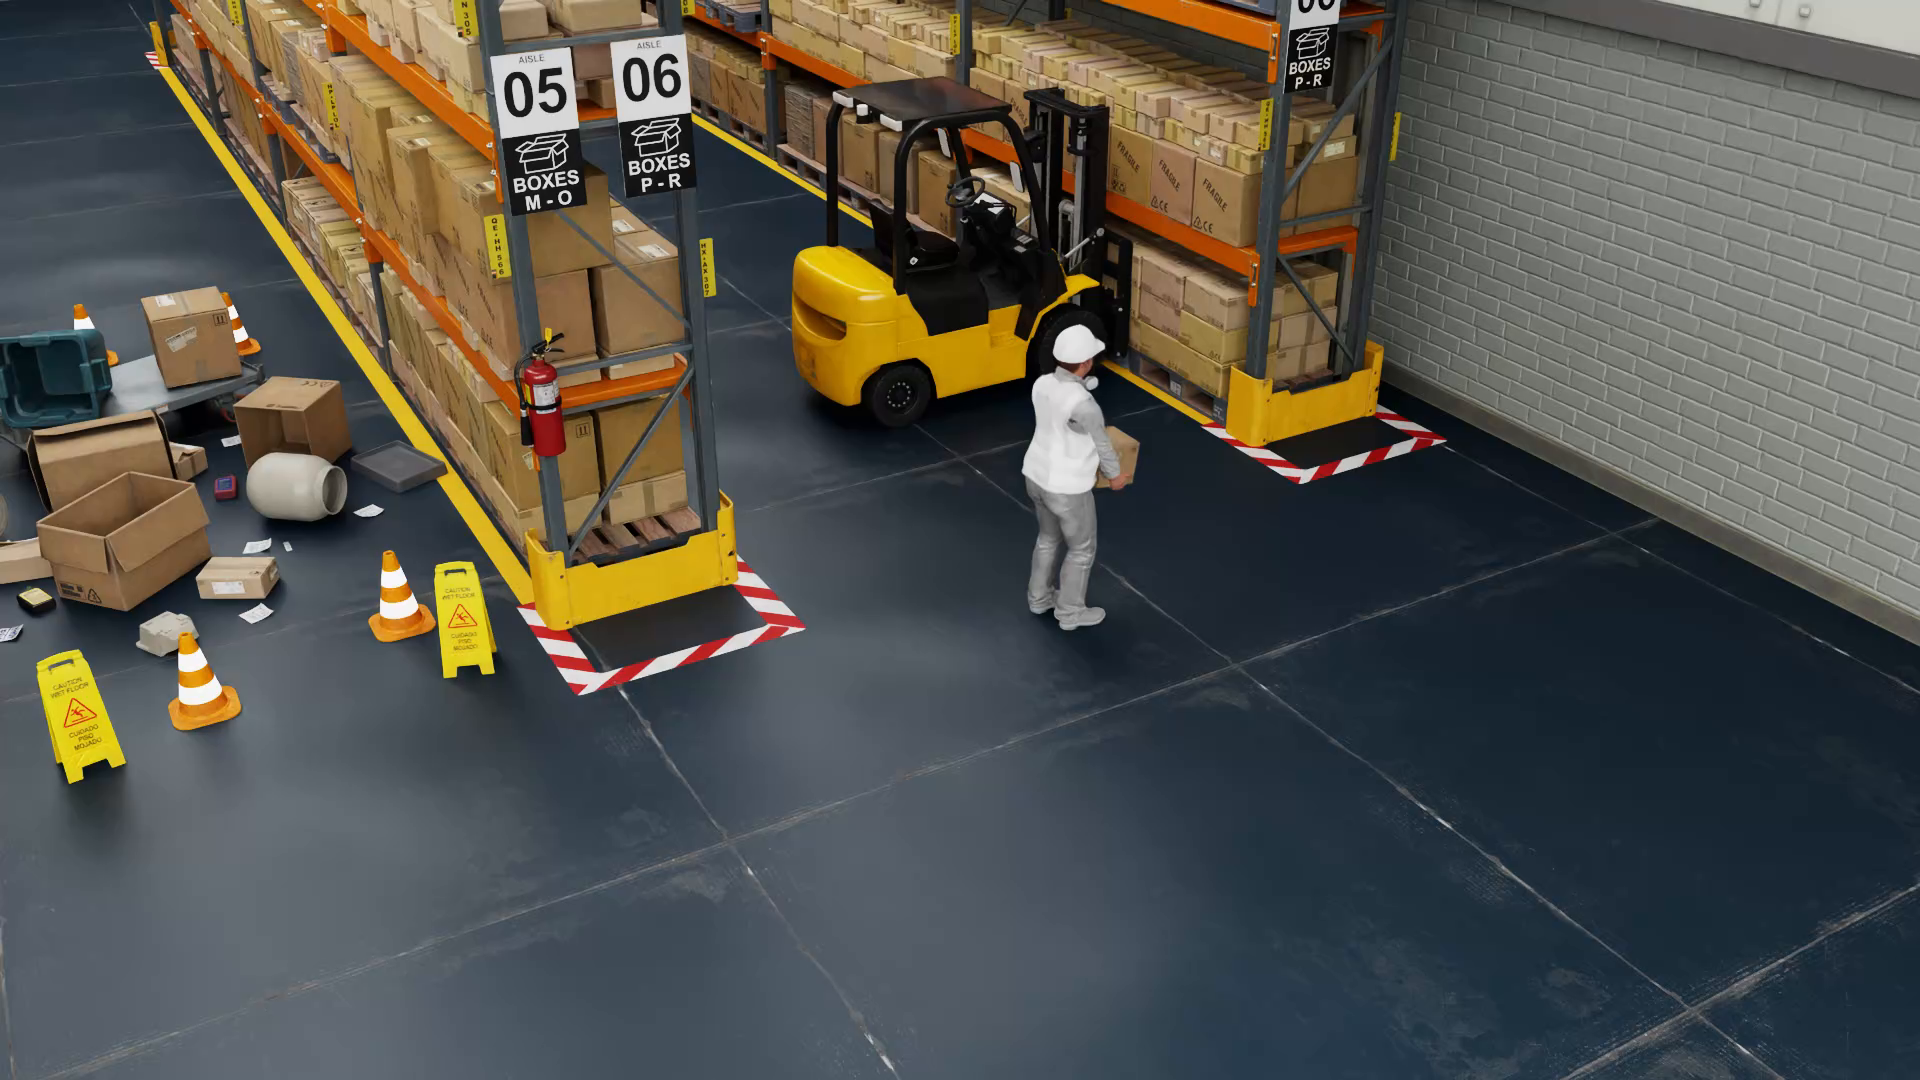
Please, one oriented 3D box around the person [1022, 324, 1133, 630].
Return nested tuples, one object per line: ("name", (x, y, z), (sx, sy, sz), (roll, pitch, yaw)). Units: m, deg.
("person", (0.635, -0.359, 9.199), (0.571, 1.769, 0.490), (-16, 33, -27))
